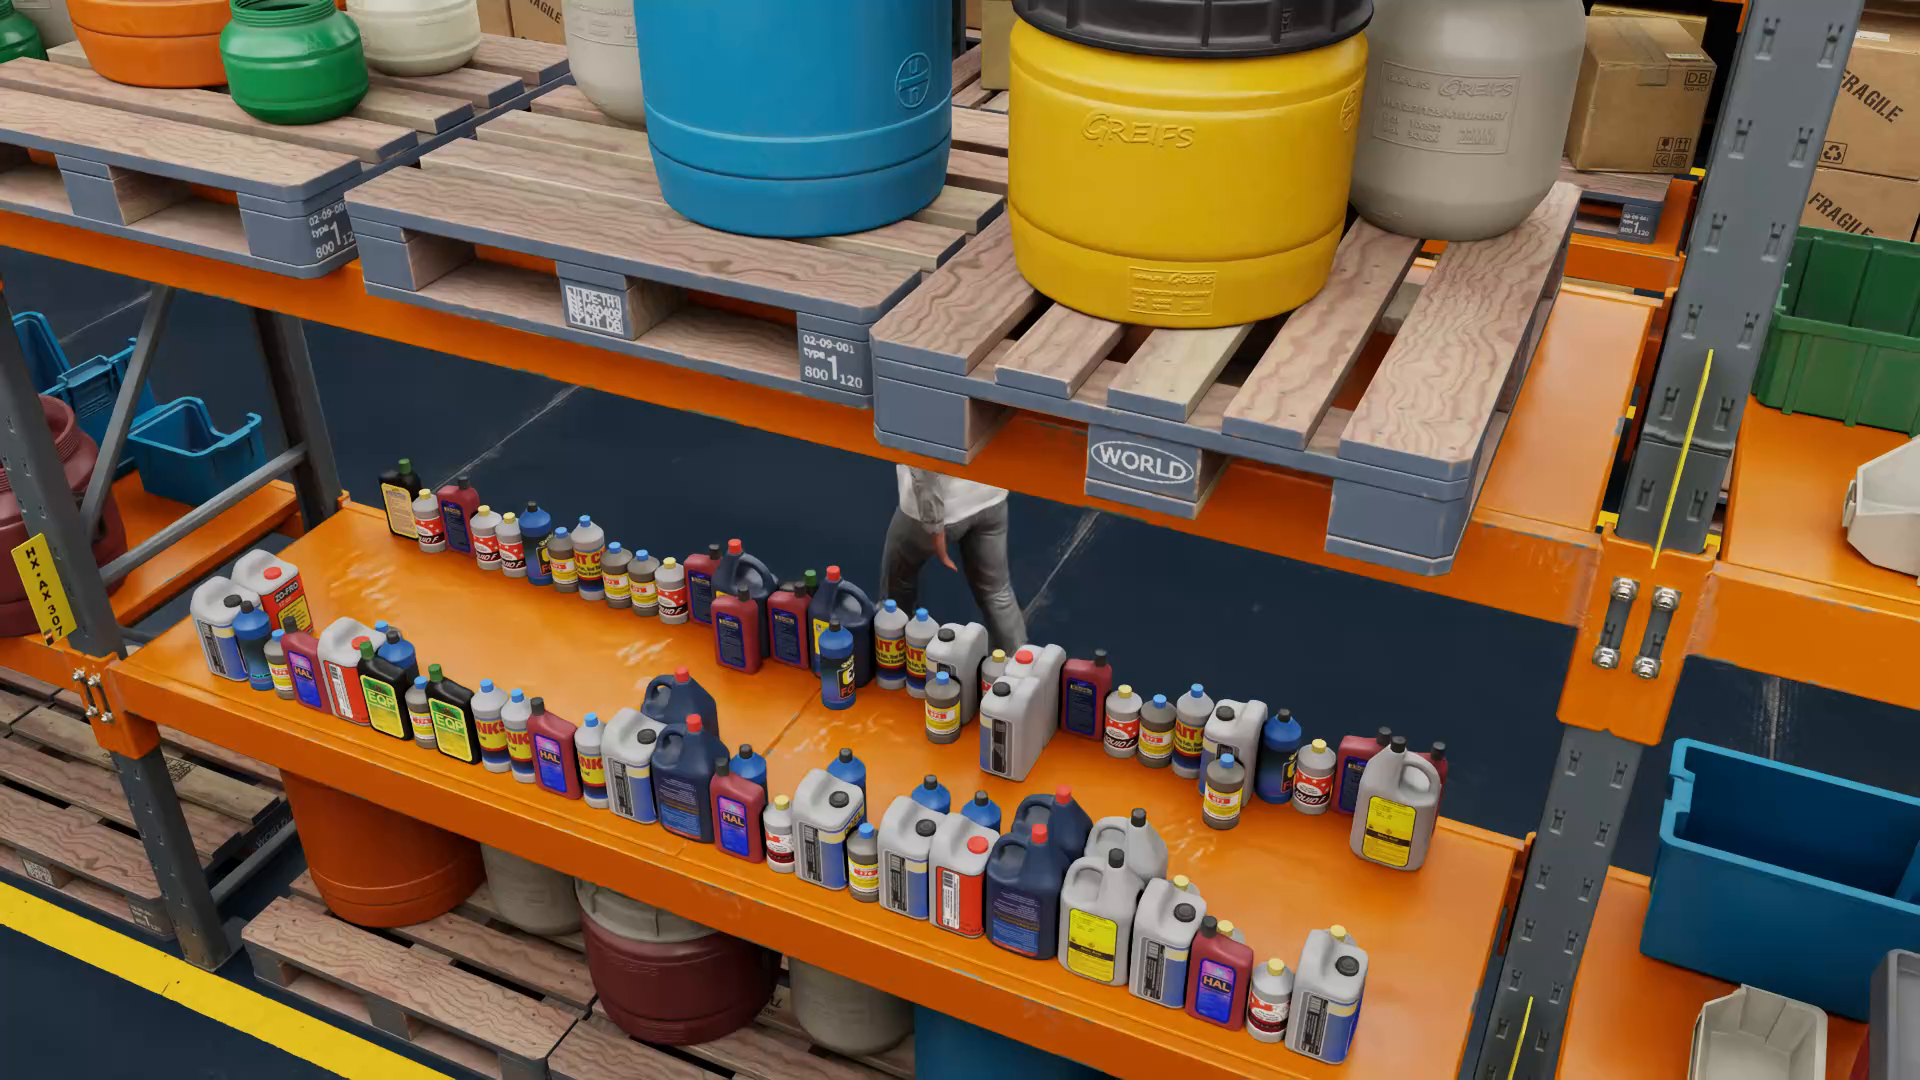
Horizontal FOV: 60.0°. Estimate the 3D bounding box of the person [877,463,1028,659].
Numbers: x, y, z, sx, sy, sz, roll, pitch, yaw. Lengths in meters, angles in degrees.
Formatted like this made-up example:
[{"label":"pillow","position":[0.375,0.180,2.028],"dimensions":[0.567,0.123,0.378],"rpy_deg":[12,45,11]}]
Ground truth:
[{"label":"person","position":[-0.044,-0.194,6.423],"dimensions":[0.529,1.724,1.045],"rpy_deg":[-21,39,-29]}]
